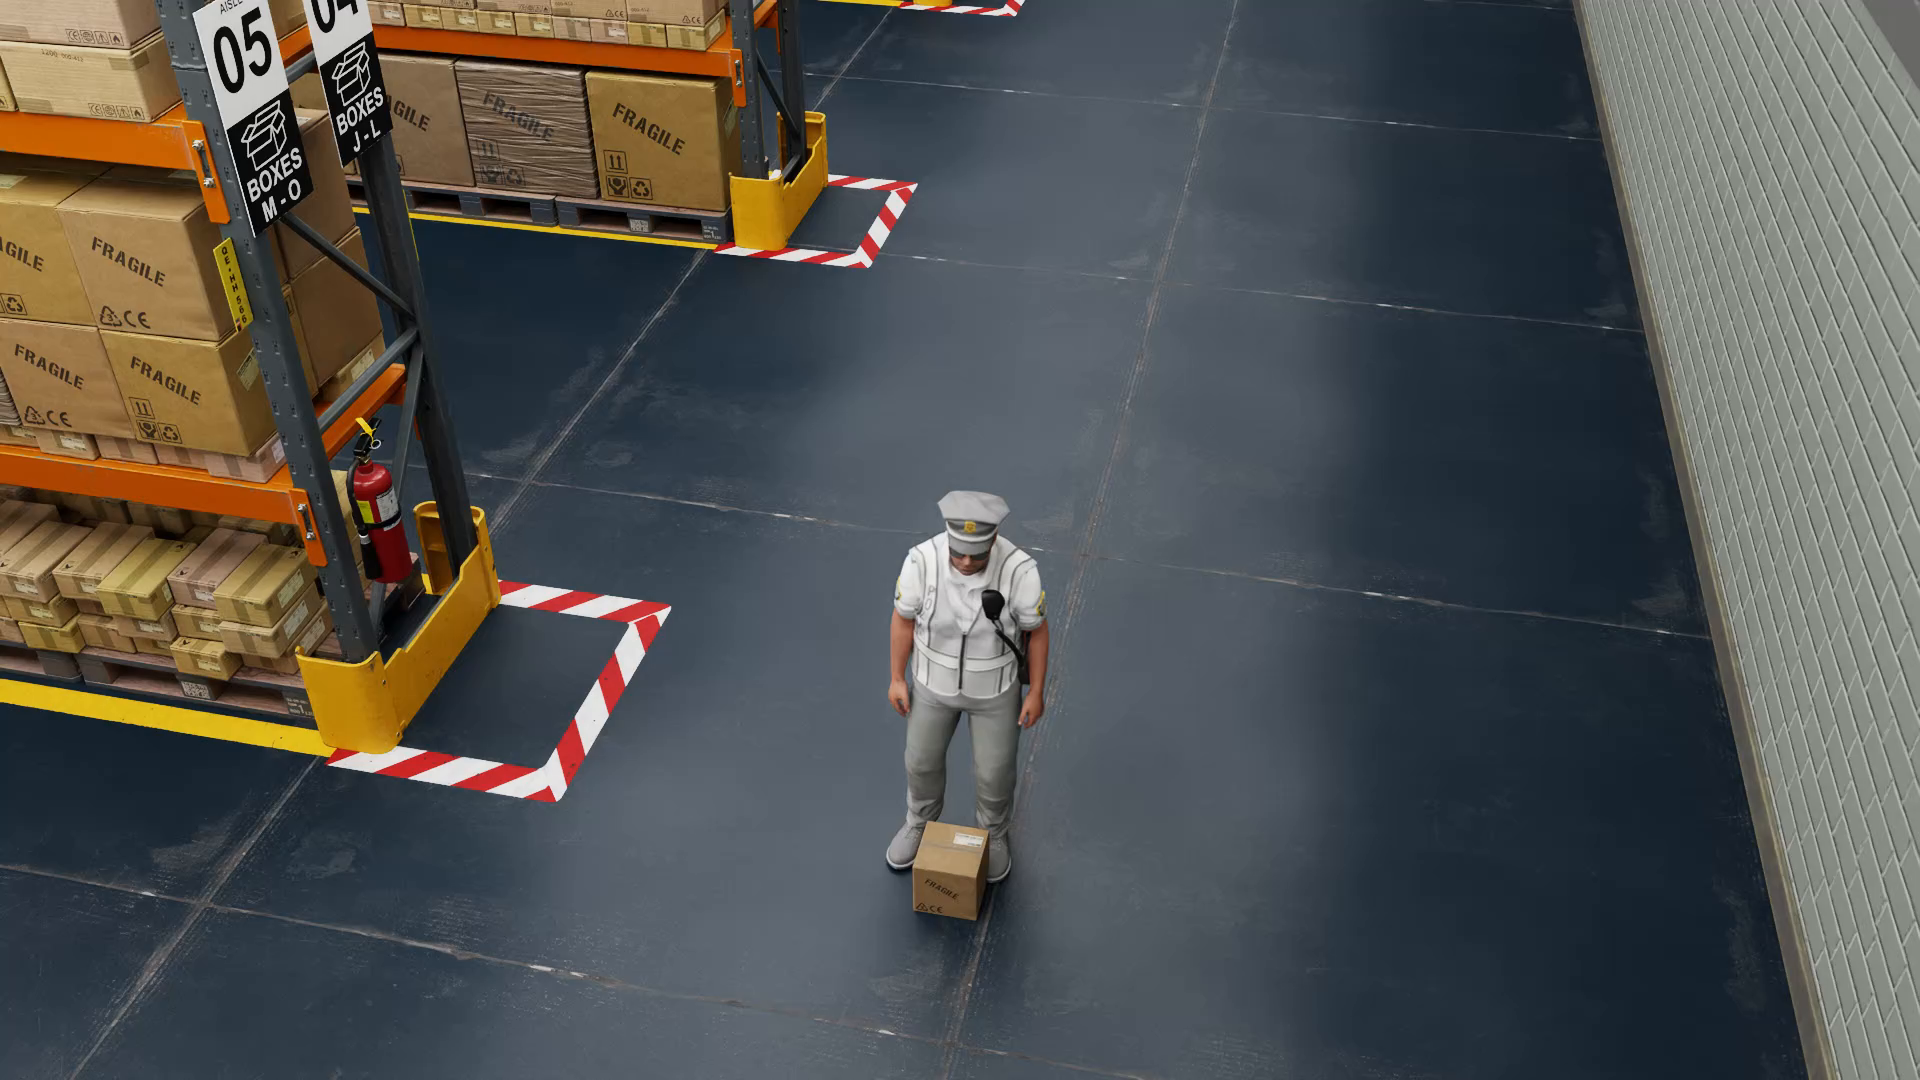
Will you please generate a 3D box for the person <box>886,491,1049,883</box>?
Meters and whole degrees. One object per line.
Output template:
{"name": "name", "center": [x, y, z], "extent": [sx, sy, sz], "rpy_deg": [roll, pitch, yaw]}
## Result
{"name": "person", "center": [0.026, 0.523, 6.246], "extent": [0.606, 1.750, 0.435], "rpy_deg": [6, 37, 7]}
